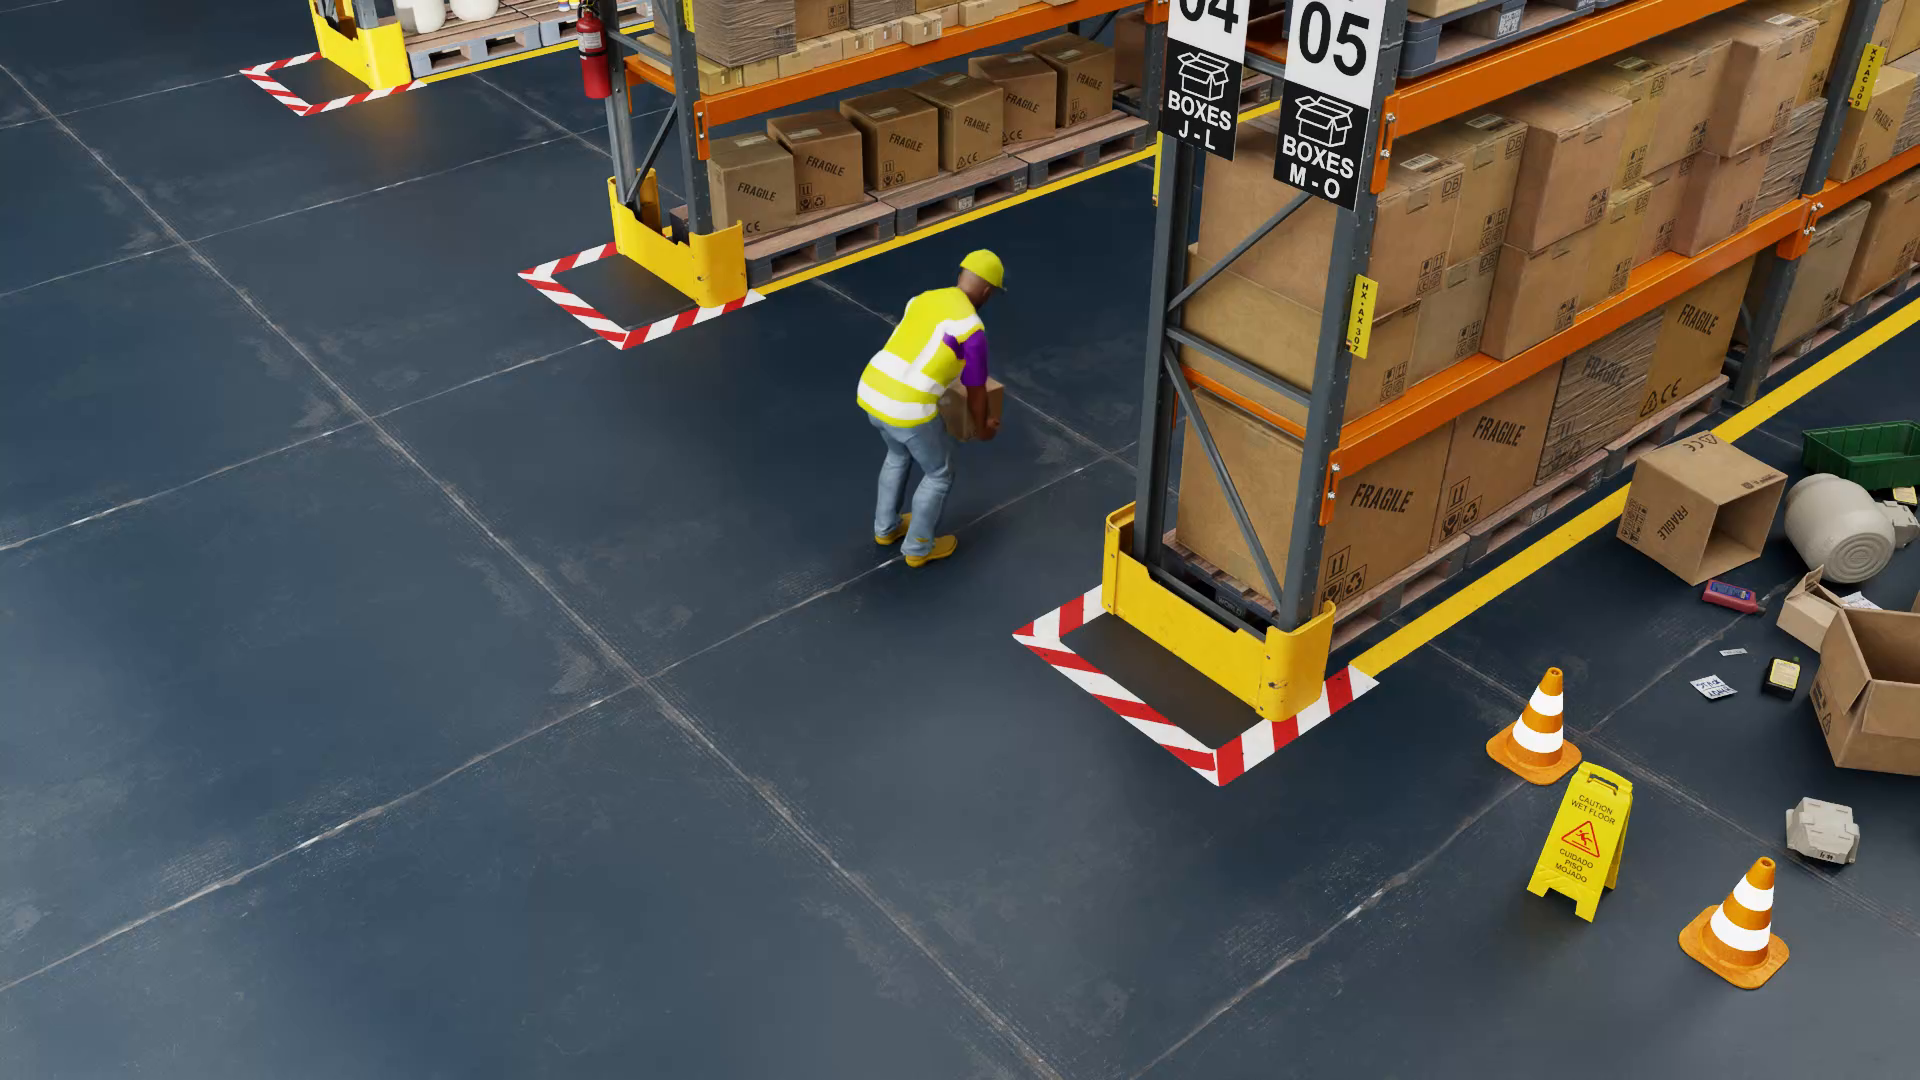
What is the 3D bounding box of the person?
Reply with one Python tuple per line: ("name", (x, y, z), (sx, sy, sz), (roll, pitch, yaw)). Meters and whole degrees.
("person", (-0.113, -0.659, 8.204), (0.832, 1.497, 0.488), (-27, 44, -33))
